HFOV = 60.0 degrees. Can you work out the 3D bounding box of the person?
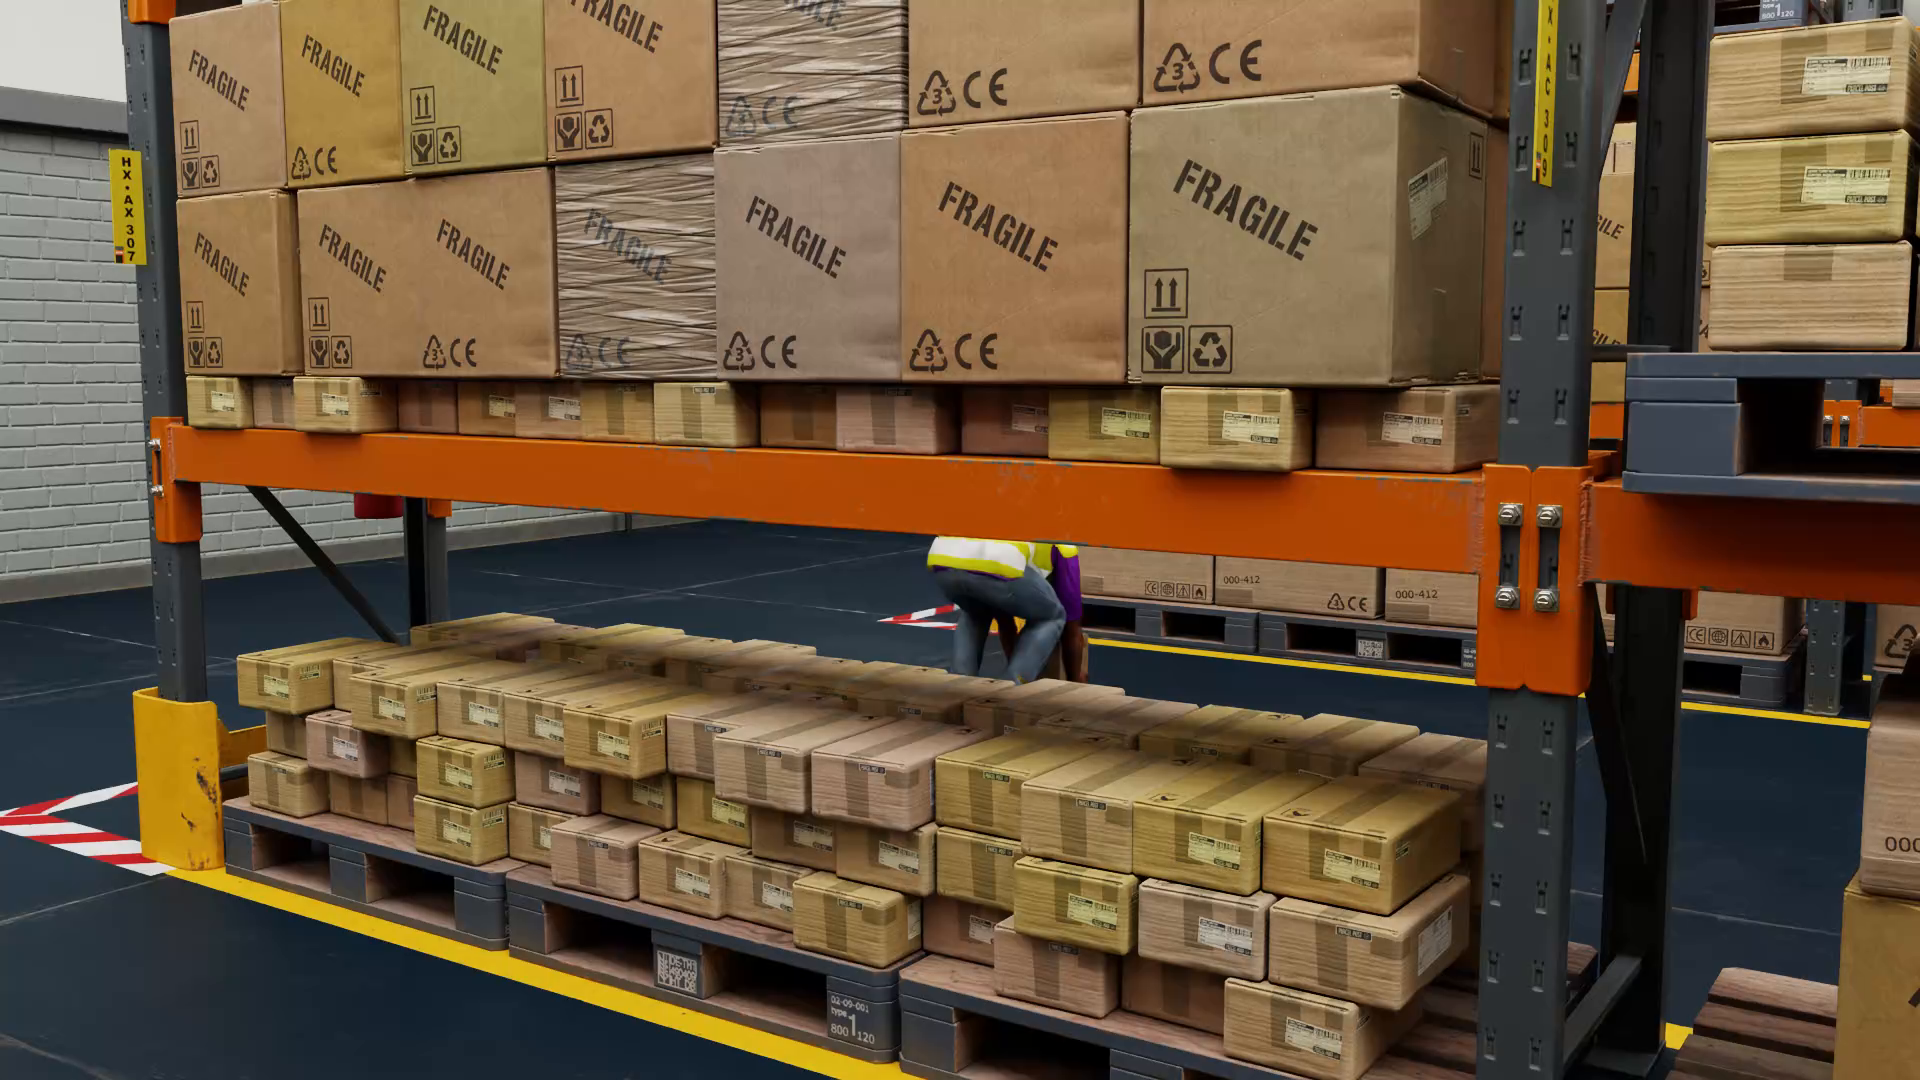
[{"bbox_3d":[0.232,0.292,7.258,0.509,0.874,0.980,4,7,31],"label":"person"}]
